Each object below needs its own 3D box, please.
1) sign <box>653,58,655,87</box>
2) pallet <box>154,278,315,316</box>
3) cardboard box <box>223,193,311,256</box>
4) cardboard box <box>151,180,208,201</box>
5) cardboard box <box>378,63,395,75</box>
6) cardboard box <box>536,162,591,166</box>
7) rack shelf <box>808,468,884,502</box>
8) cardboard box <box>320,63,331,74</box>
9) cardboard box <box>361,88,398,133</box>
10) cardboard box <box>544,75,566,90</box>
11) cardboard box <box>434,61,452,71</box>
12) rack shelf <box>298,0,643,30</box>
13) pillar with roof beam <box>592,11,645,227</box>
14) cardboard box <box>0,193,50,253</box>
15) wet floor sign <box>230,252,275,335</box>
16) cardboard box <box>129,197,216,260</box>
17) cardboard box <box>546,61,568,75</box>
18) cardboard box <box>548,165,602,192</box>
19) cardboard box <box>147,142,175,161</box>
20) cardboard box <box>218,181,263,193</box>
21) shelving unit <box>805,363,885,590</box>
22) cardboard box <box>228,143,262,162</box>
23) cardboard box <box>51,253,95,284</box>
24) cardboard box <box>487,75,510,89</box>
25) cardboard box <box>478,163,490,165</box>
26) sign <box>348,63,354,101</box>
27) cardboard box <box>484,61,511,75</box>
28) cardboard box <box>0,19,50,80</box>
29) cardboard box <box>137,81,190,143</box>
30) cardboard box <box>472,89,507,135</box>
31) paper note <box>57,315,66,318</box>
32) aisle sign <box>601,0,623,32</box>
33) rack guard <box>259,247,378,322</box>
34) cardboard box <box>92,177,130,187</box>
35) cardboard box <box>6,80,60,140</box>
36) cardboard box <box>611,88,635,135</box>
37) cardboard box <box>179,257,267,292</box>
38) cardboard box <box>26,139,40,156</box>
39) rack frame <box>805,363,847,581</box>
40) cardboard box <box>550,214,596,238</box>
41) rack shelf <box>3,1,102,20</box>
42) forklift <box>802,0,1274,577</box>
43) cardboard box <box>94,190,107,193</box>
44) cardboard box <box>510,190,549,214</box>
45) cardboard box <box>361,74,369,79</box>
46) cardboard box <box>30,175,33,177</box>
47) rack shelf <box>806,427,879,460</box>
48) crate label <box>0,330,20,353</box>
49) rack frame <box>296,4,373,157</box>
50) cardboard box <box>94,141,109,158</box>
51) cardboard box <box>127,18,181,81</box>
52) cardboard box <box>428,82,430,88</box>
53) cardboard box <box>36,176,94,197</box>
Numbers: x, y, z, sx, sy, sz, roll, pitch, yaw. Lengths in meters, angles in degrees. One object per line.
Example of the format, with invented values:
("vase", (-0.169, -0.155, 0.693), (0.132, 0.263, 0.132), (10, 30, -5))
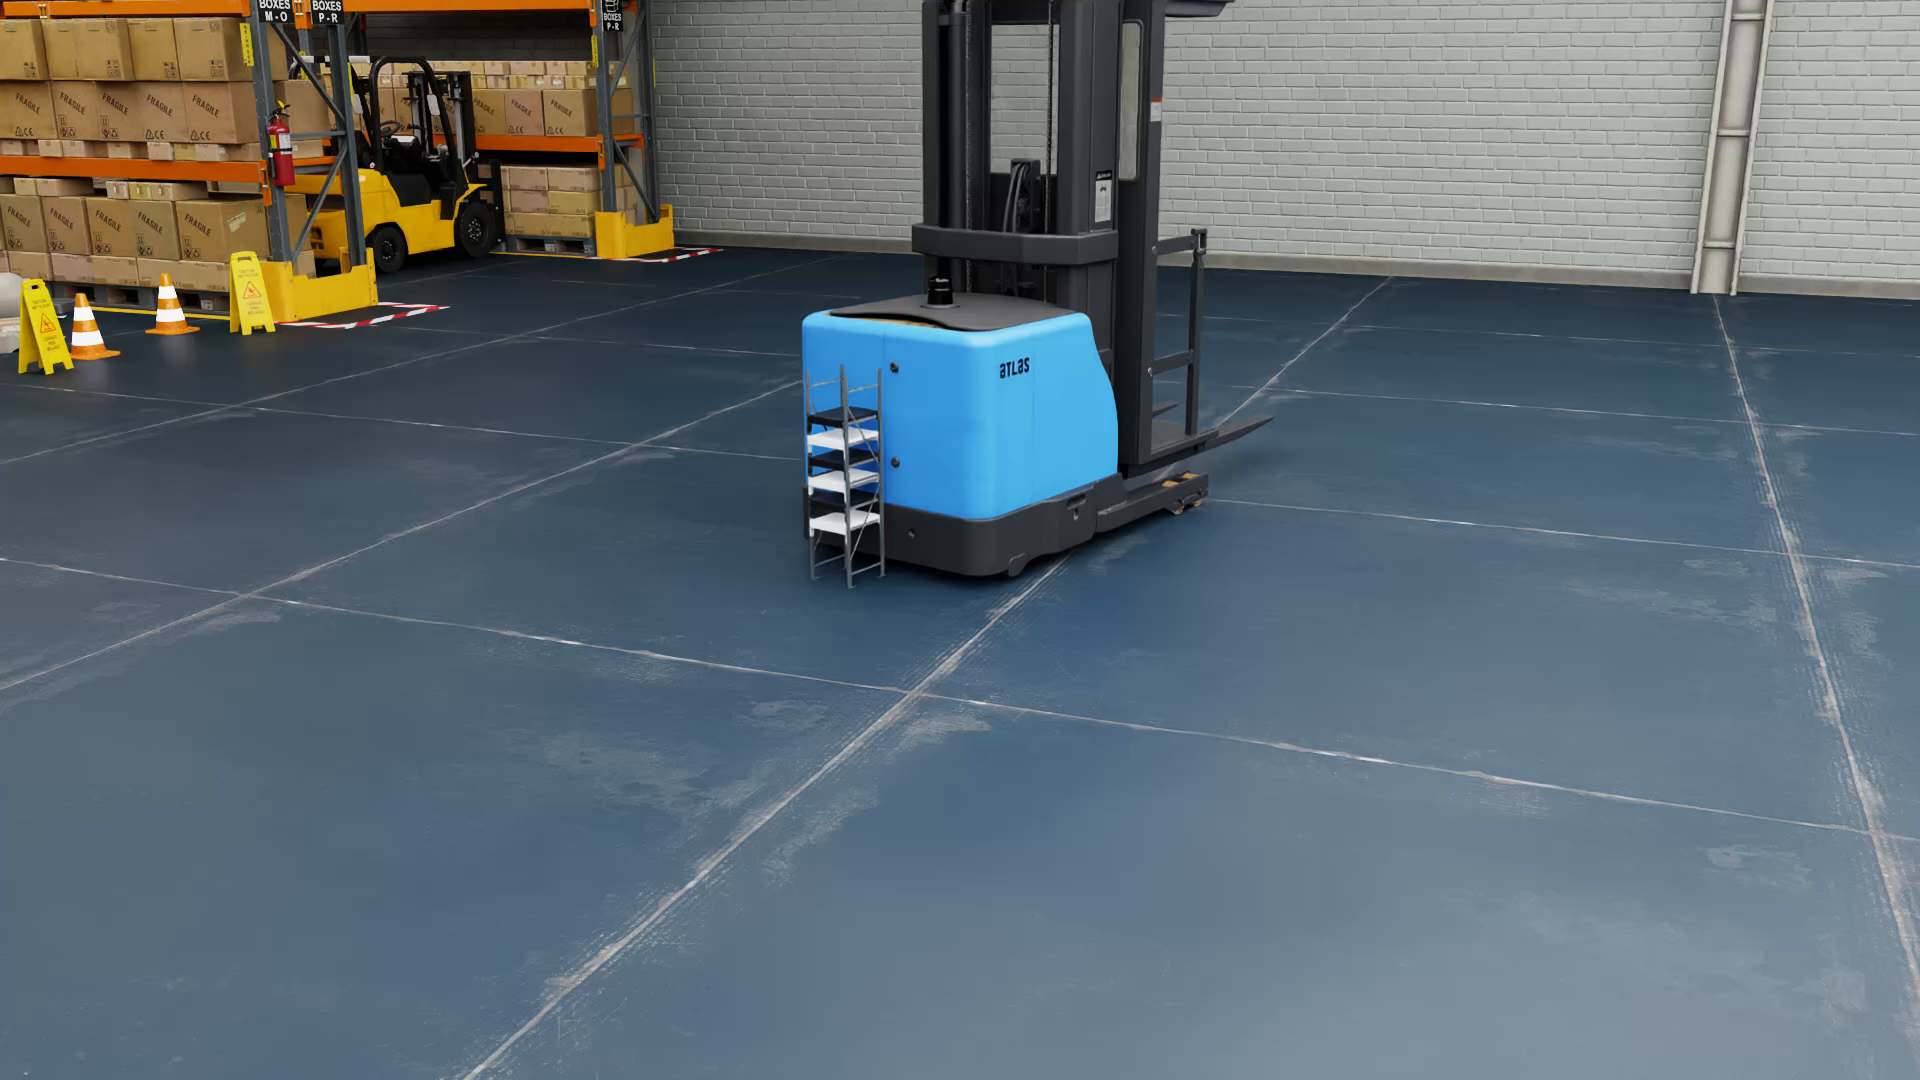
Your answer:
("sign", (-3.497, -5.312, 18.896), (0.005, 0.325, 0.100), (6, 17, 21))
("pallet", (-6.338, -2.188, 14.831), (1.213, 0.211, 1.003), (6, 17, 21))
("cardboard box", (-6.196, -2.825, 14.857), (0.500, 0.500, 0.500), (6, 17, 19))
("cardboard box", (-6.731, -3.014, 14.346), (0.250, 0.149, 0.380), (7, 18, 22))
("cardboard box", (-6.521, -5.437, 19.144), (0.250, 0.149, 0.380), (7, 17, 22))
("cardboard box", (-4.550, -4.224, 19.230), (0.500, 0.250, 0.500), (6, 17, 21))
("rack shelf", (-0.480, -0.237, 6.993), (0.200, 0.077, 0.258), (12, 20, 35))
("cardboard box", (-7.240, -5.517, 19.420), (0.250, 0.149, 0.380), (7, 17, 22))
("cardboard box", (-6.620, -5.010, 19.371), (0.500, 0.500, 0.500), (7, 17, 22))
("cardboard box", (-4.381, -5.055, 18.365), (0.250, 0.149, 0.380), (7, 17, 22))
("cardboard box", (-5.774, -5.385, 18.965), (0.250, 0.149, 0.380), (6, 17, 21))
("rack shelf", (-5.567, -6.014, 18.920), (4.000, 0.370, 1.077), (6, 17, 21))
("pillar with roof beam", (-5.603, -6.784, 14.902), (0.400, 9.000, 9.100), (6, 17, 21))
("cardboard box", (-8.293, -2.895, 15.100), (0.500, 0.500, 0.500), (7, 18, 23))
("wet floor sign", (-5.740, -1.999, 13.403), (0.232, 0.644, 0.267), (14, 21, 40))
("cardboard box", (-6.852, -2.735, 14.548), (0.500, 0.500, 0.500), (7, 18, 23))
("cardboard box", (-4.358, -5.216, 18.385), (0.250, 0.149, 0.380), (6, 17, 21))
("cardboard box", (-4.249, -4.042, 18.603), (0.500, 0.250, 0.500), (7, 18, 22))
("cardboard box", (-6.708, -3.336, 14.237), (0.250, 0.149, 0.380), (7, 17, 22))
("cardboard box", (-8.636, -4.317, 20.670), (0.625, 0.625, 0.875), (6, 17, 20))
("shelving unit", (-0.480, -0.268, 6.983), (0.210, 0.900, 0.258), (12, 20, 35))
("cardboard box", (-5.951, -3.289, 14.074), (0.250, 0.149, 0.380), (7, 18, 22))
("cardboard box", (-7.800, -2.482, 15.020), (0.500, 0.250, 0.500), (6, 17, 20))
("cardboard box", (-5.092, -5.141, 18.660), (0.250, 0.149, 0.380), (6, 17, 19))
("cardboard box", (-5.668, -4.196, 19.131), (0.500, 0.250, 0.500), (6, 17, 20))
("sign", (-5.325, -3.983, 14.462), (0.005, 0.325, 0.100), (6, 17, 21))
("cardboard box", (-5.099, -5.279, 18.600), (0.250, 0.149, 0.380), (7, 18, 22))
("cardboard box", (-7.991, -4.290, 14.563), (0.500, 0.500, 0.700), (6, 17, 19))
("cardboard box", (-6.594, -3.654, 14.168), (0.500, 0.500, 0.500), (6, 17, 21))
("cardboard box", (-5.217, -4.853, 18.830), (0.500, 0.500, 0.500), (6, 17, 20))
("paper note", (-7.718, -1.902, 14.171), (0.148, 0.019, 0.142), (0, 16, 1))
("aisle sign", (-3.753, -5.880, 17.886), (0.004, 0.787, 0.394), (6, 17, 21))
("rack guard", (-5.595, -2.234, 14.473), (0.348, 0.500, 1.175), (6, 17, 21))
("cardboard box", (-10.573, -4.527, 21.393), (0.625, 0.625, 0.875), (7, 18, 22))
("cardboard box", (-8.001, -3.810, 14.703), (0.500, 0.500, 0.500), (6, 17, 20))
("cardboard box", (-4.066, -4.885, 18.942), (0.500, 0.500, 0.500), (7, 18, 22))
("cardboard box", (-6.397, -2.323, 14.476), (0.500, 0.250, 0.500), (6, 17, 20))
("cardboard box", (-8.081, -3.515, 14.852), (0.250, 0.149, 0.380), (6, 17, 20))
("rack frame", (-0.561, -0.285, 7.041), (0.006, 0.900, 0.240), (12, 20, 35))
("cardboard box", (-4.260, -3.562, 18.742), (0.500, 0.250, 0.500), (6, 17, 21))
("rack shelf", (-13.009, -6.833, 21.739), (4.000, 0.370, 1.077), (6, 17, 21))
("forklift", (0.580, -1.602, 7.934), (1.130, 2.935, 3.031), (12, 20, 35))
("cardboard box", (-7.648, -2.983, 15.402), (0.500, 0.500, 0.500), (7, 18, 24))
("cardboard box", (-4.737, -3.859, 18.867), (0.500, 0.250, 0.500), (6, 17, 20))
("cardboard box", (-6.734, -5.337, 19.335), (0.250, 0.149, 0.380), (6, 17, 21))
("cardboard box", (-12.083, -4.576, 21.785), (0.500, 0.500, 0.500), (6, 17, 20))
("rack shelf", (-0.480, -0.409, 6.942), (0.200, 0.077, 0.258), (12, 20, 35))
("crate label", (-7.243, -1.503, 12.606), (0.298, 0.136, 0.250), (-2, 16, -8))
("rack frame", (-7.428, -5.124, 19.943), (0.127, 3.000, 1.000), (6, 17, 21))
("cardboard box", (-7.366, -3.450, 14.630), (0.250, 0.149, 0.380), (6, 17, 21))
("cardboard box", (-6.548, -4.147, 14.073), (0.500, 0.500, 0.700), (6, 17, 21))
("cardboard box", (-6.047, -5.244, 19.015), (0.250, 0.149, 0.380), (6, 17, 19))
("cardboard box", (-7.971, -3.151, 14.819), (0.250, 0.149, 0.380), (7, 18, 24))
